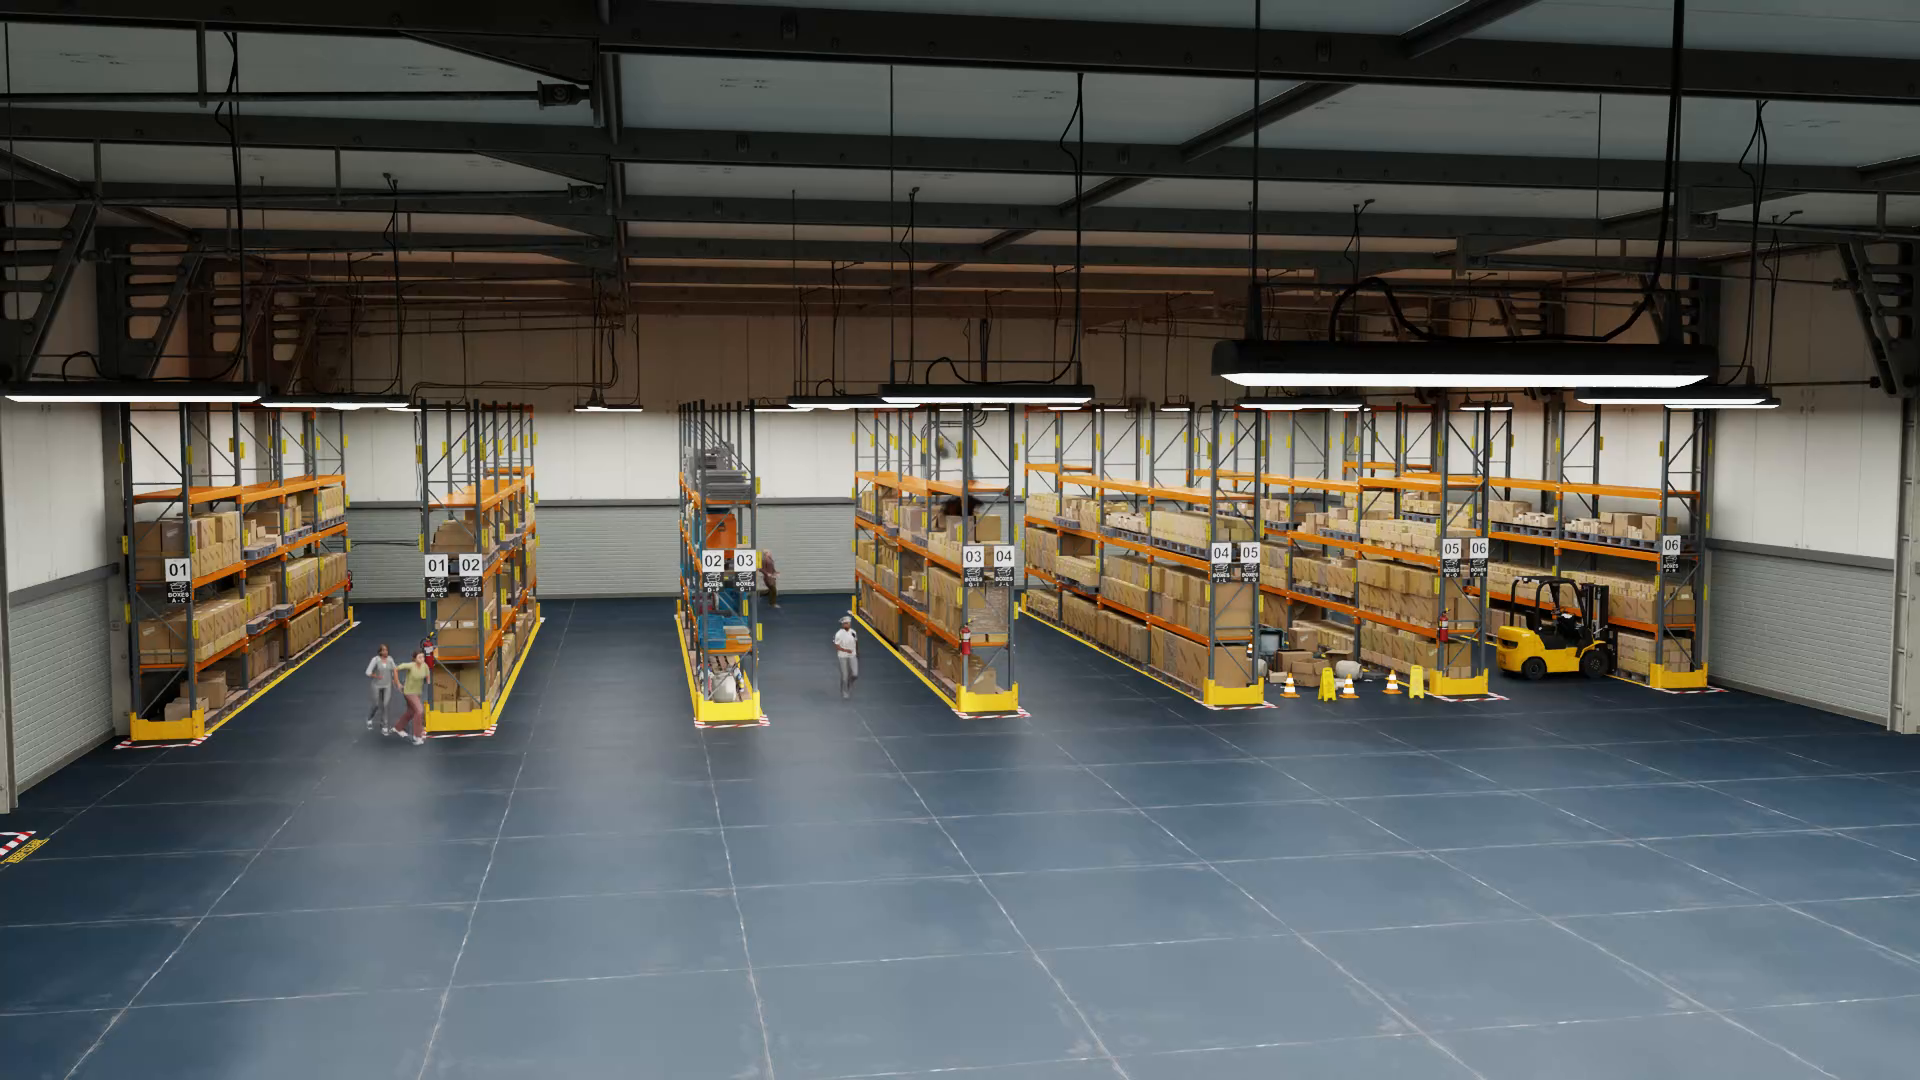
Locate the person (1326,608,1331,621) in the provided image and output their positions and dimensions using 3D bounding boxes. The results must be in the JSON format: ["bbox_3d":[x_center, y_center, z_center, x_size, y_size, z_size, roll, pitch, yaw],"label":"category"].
[{"bbox_3d":[10.049,1.499,45.312,0.612,1.632,0.554,-2,5,-20],"label":"person"}]

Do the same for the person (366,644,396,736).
[{"bbox_3d":[-10.388,2.664,29.908,0.562,1.605,0.785,-3,5,-32],"label":"person"}]

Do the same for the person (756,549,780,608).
[{"bbox_3d":[-5.730,1.144,49.329,0.803,1.754,0.712,1,4,10],"label":"person"}]

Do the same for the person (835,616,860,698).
[{"bbox_3d":[-2.244,2.362,33.546,0.561,1.661,0.562,-2,5,-24],"label":"person"}]

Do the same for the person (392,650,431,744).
[{"bbox_3d":[-9.609,2.737,29.079,0.876,1.684,0.602,3,5,30],"label":"person"}]
